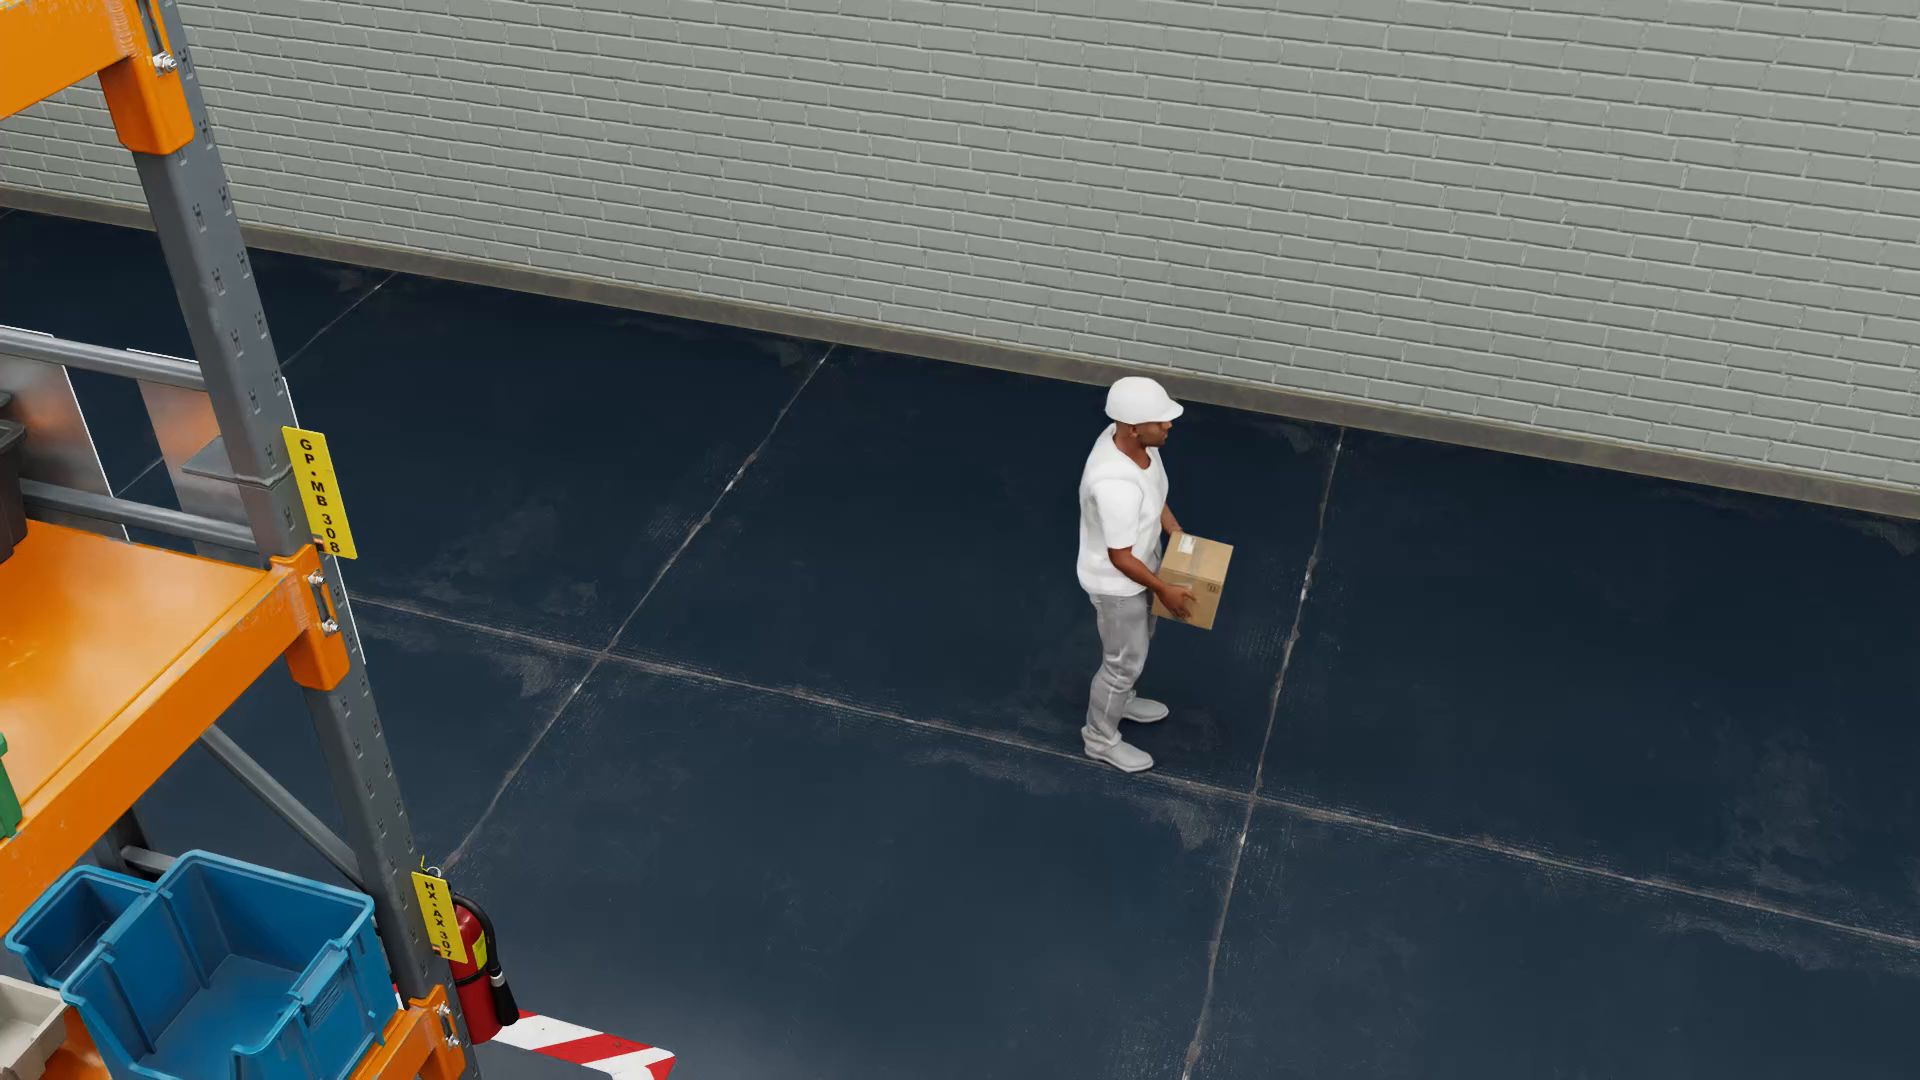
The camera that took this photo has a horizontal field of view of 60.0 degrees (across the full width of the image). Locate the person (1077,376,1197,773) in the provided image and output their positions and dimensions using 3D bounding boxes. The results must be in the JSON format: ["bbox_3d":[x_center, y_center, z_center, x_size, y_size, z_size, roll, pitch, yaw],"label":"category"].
[{"bbox_3d":[0.726,0.128,6.699,0.509,1.768,0.562,10,38,13],"label":"person"}]
